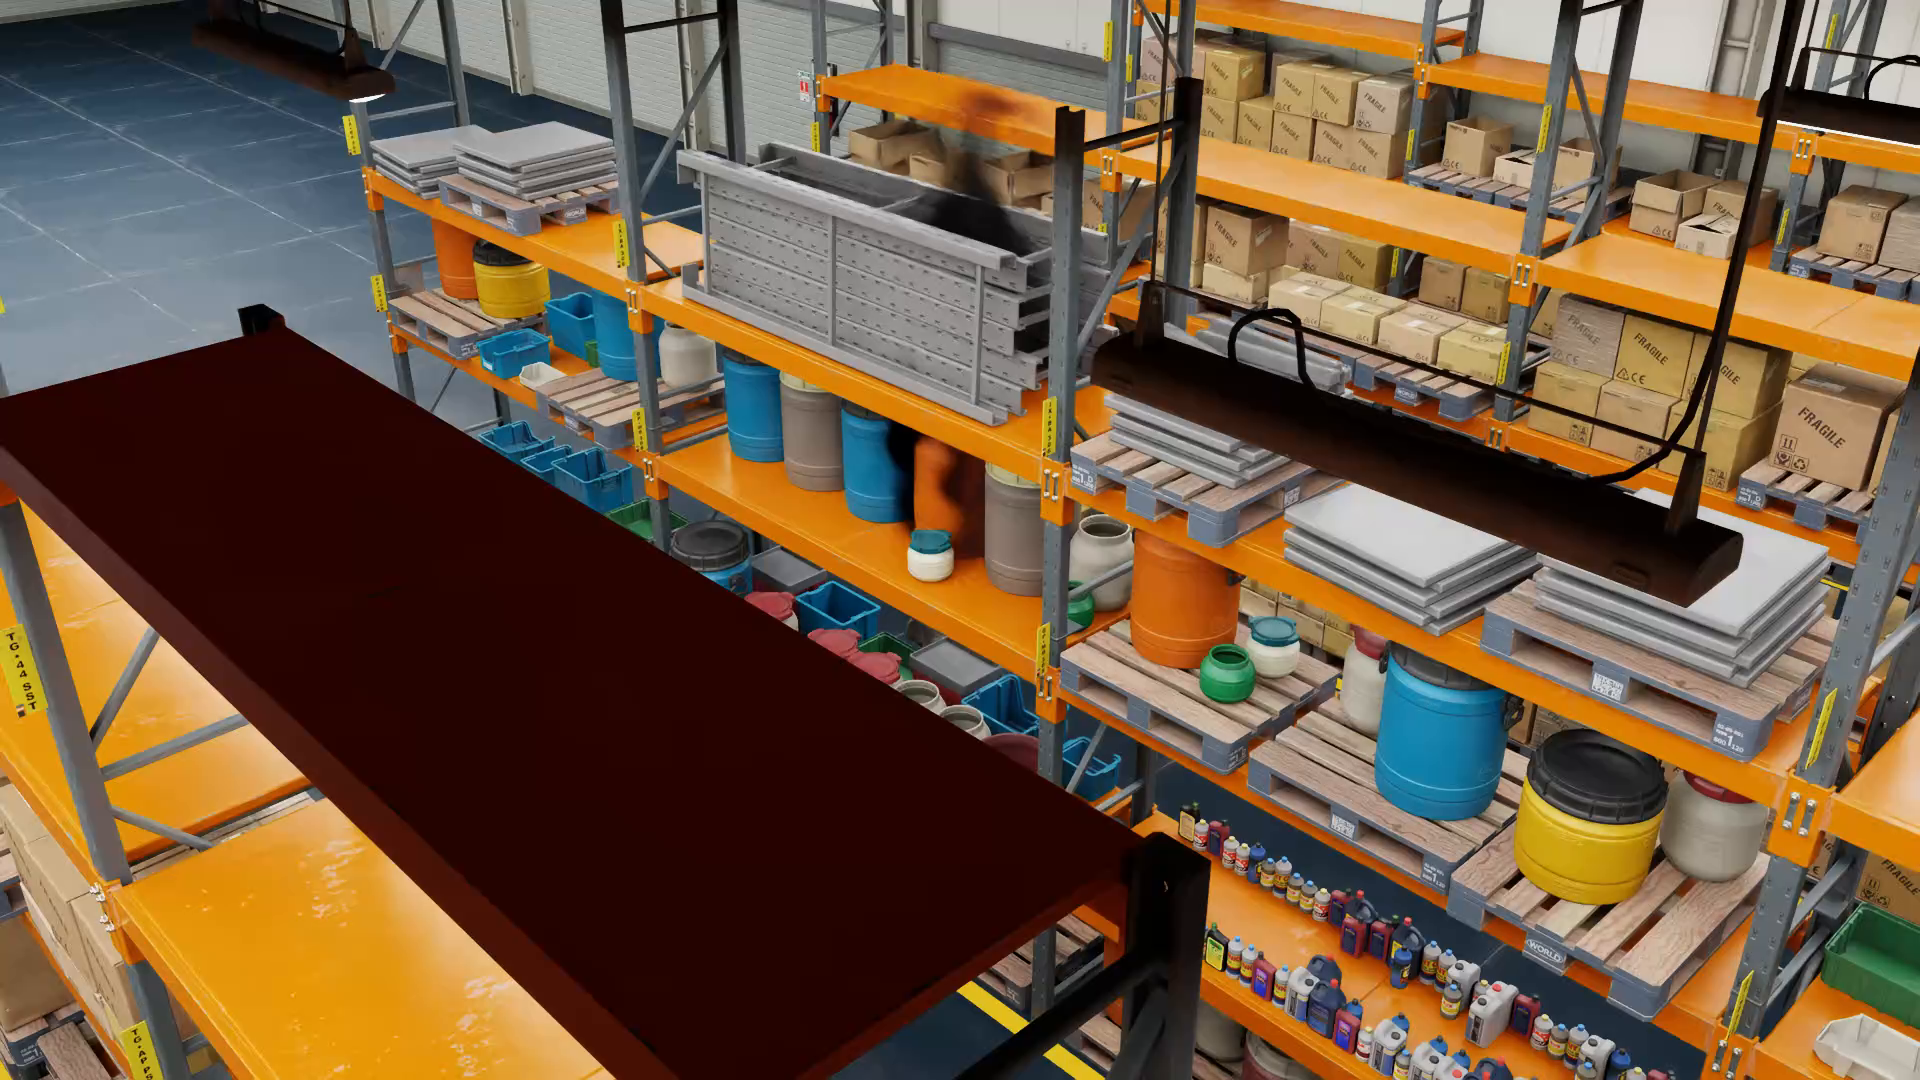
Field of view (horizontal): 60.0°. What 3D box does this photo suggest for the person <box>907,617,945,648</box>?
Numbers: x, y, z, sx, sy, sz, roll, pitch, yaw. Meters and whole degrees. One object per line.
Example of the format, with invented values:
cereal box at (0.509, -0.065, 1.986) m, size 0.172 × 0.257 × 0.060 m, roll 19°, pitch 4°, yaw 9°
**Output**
person at (-0.255, 0.567, 14.112) m, size 0.891 × 1.578 × 0.739 m, roll 12°, pitch 30°, yaw 21°
